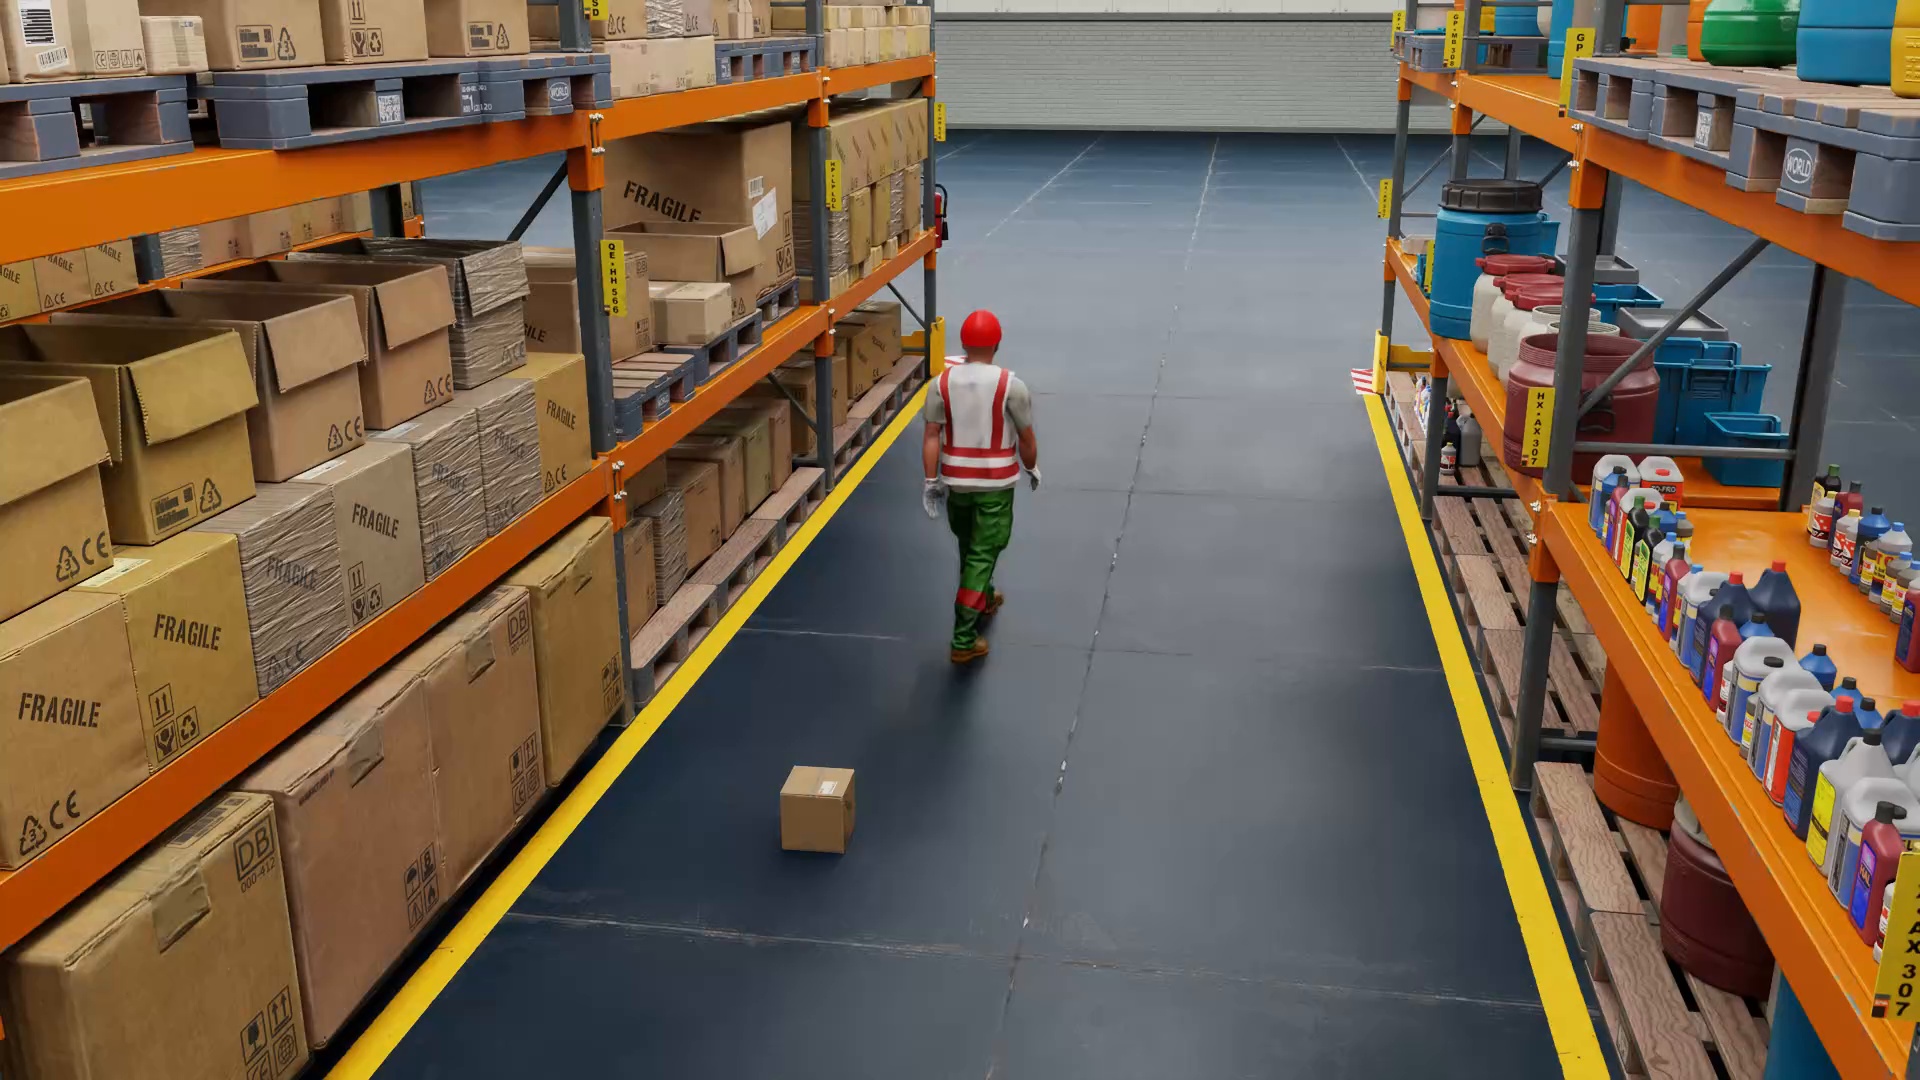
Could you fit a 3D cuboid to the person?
[{"bbox_3d":[0.137,-0.337,8.500,0.540,1.724,1.035,6,19,19],"label":"person"}]
